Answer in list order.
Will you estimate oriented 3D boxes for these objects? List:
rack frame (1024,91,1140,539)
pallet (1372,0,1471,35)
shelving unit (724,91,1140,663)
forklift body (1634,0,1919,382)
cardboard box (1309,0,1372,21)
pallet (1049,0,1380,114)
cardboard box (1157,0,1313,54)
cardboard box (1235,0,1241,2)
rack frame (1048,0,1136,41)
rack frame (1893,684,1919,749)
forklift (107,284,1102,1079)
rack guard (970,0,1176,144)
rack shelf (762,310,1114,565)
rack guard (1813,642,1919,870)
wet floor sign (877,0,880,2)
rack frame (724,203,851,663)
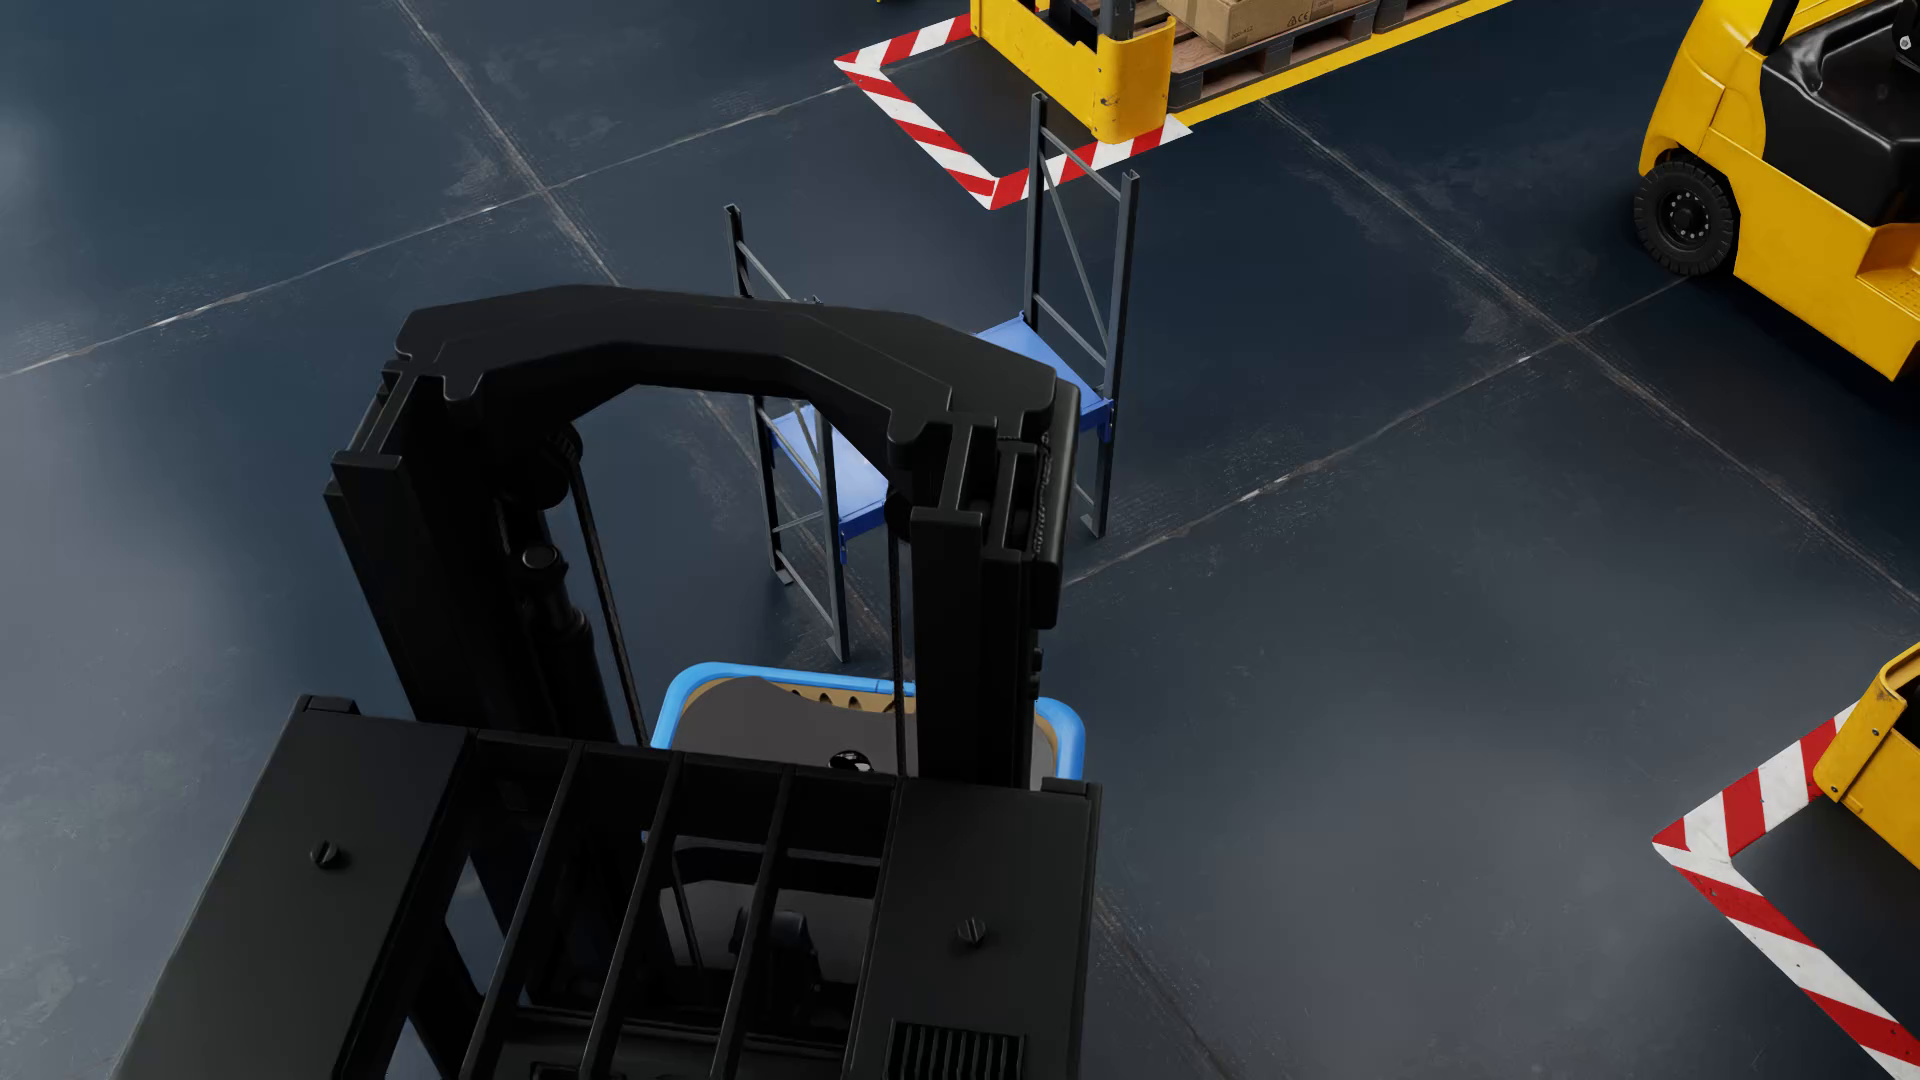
[{"bbox_3d":[0.358,-0.667,5.340,0.032,1.500,0.500,-25,53,-21],"label":"rack frame"},{"bbox_3d":[2.219,-3.009,8.289,1.213,0.211,1.003,-25,53,-21],"label":"pallet"},{"bbox_3d":[-0.072,-0.465,5.160,1.048,1.500,0.538,-25,53,-21],"label":"shelving unit"},{"bbox_3d":[3.700,-1.614,5.747,1.214,2.155,2.313,-25,53,-21],"label":"forklift body"},{"bbox_3d":[1.683,-2.692,7.699,0.500,0.250,0.500,-23,52,-20],"label":"cardboard box"},{"bbox_3d":[1.188,-2.526,7.858,1.213,0.211,1.003,-25,53,-21],"label":"pallet"},{"bbox_3d":[1.248,-2.494,7.522,0.500,0.250,0.500,-26,53,-21],"label":"cardboard box"},{"bbox_3d":[1.267,-2.753,7.251,0.500,0.500,0.500,-27,54,-22],"label":"cardboard box"},{"bbox_3d":[0.418,-3.122,6.522,0.127,3.000,1.000,-25,53,-21],"label":"rack frame"},{"bbox_3d":[3.070,0.012,3.731,0.127,3.000,1.000,-25,53,-21],"label":"rack frame"},{"bbox_3d":[-0.393,1.169,2.746,1.130,2.935,3.031,6,49,5],"label":"forklift"},{"bbox_3d":[0.482,-2.321,7.482,0.348,0.500,1.175,-25,53,-21],"label":"rack guard"},{"bbox_3d":[-0.072,-0.345,5.294,1.000,0.185,0.538,-25,53,-21],"label":"rack shelf"},{"bbox_3d":[3.049,0.853,4.656,0.348,0.500,1.175,-25,53,-21],"label":"rack guard"},{"bbox_3d":[-0.314,-2.939,7.935,0.232,0.644,0.267,-9,49,-8],"label":"wet floor sign"},{"bbox_3d":[-0.502,-0.262,4.979,0.032,1.500,0.500,-25,53,-21],"label":"rack frame"}]
